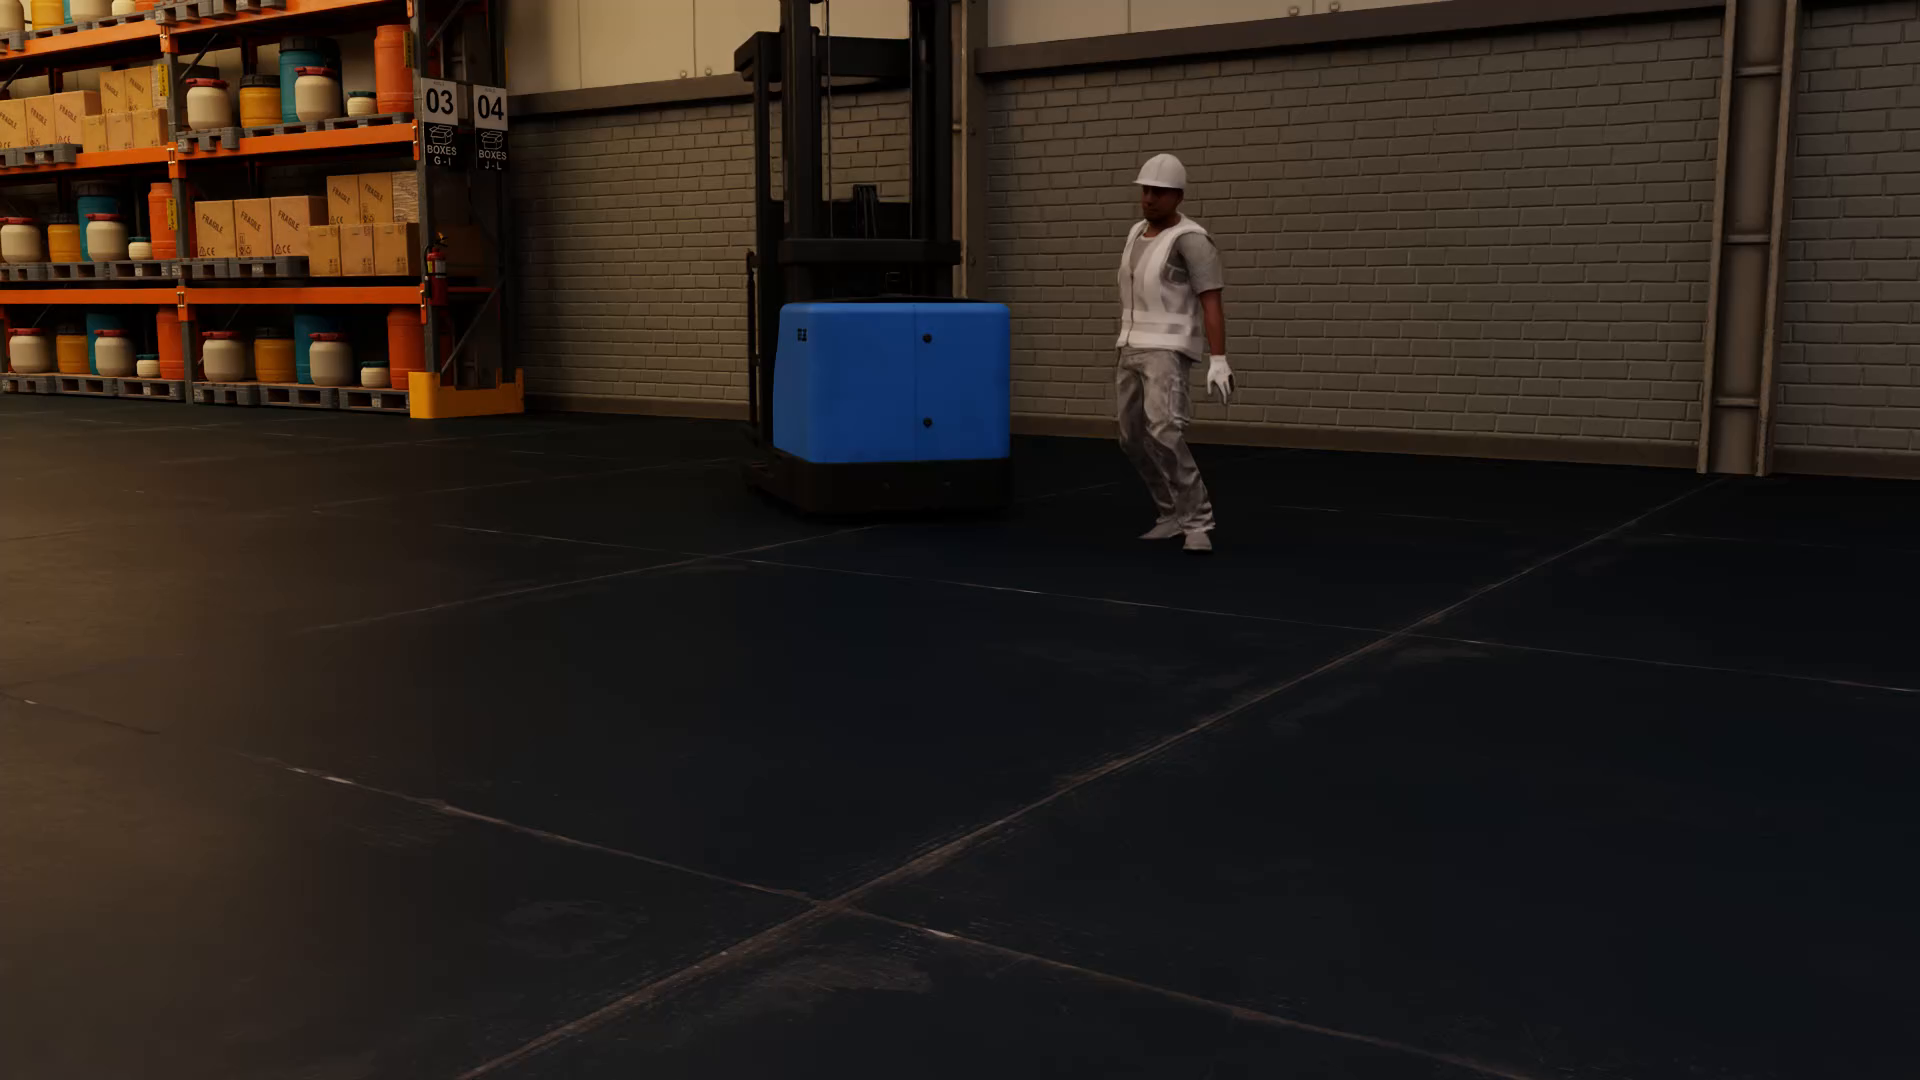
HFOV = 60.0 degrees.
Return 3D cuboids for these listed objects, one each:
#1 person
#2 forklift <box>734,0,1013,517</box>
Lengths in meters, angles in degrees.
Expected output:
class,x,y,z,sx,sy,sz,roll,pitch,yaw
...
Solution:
class,x,y,z,sx,sy,sz,roll,pitch,yaw
person,0.919,-0.824,7.466,0.484,1.753,0.907,-3,9,-23
forklift,-0.647,-1.731,9.366,1.130,2.935,3.031,-2,8,-17
